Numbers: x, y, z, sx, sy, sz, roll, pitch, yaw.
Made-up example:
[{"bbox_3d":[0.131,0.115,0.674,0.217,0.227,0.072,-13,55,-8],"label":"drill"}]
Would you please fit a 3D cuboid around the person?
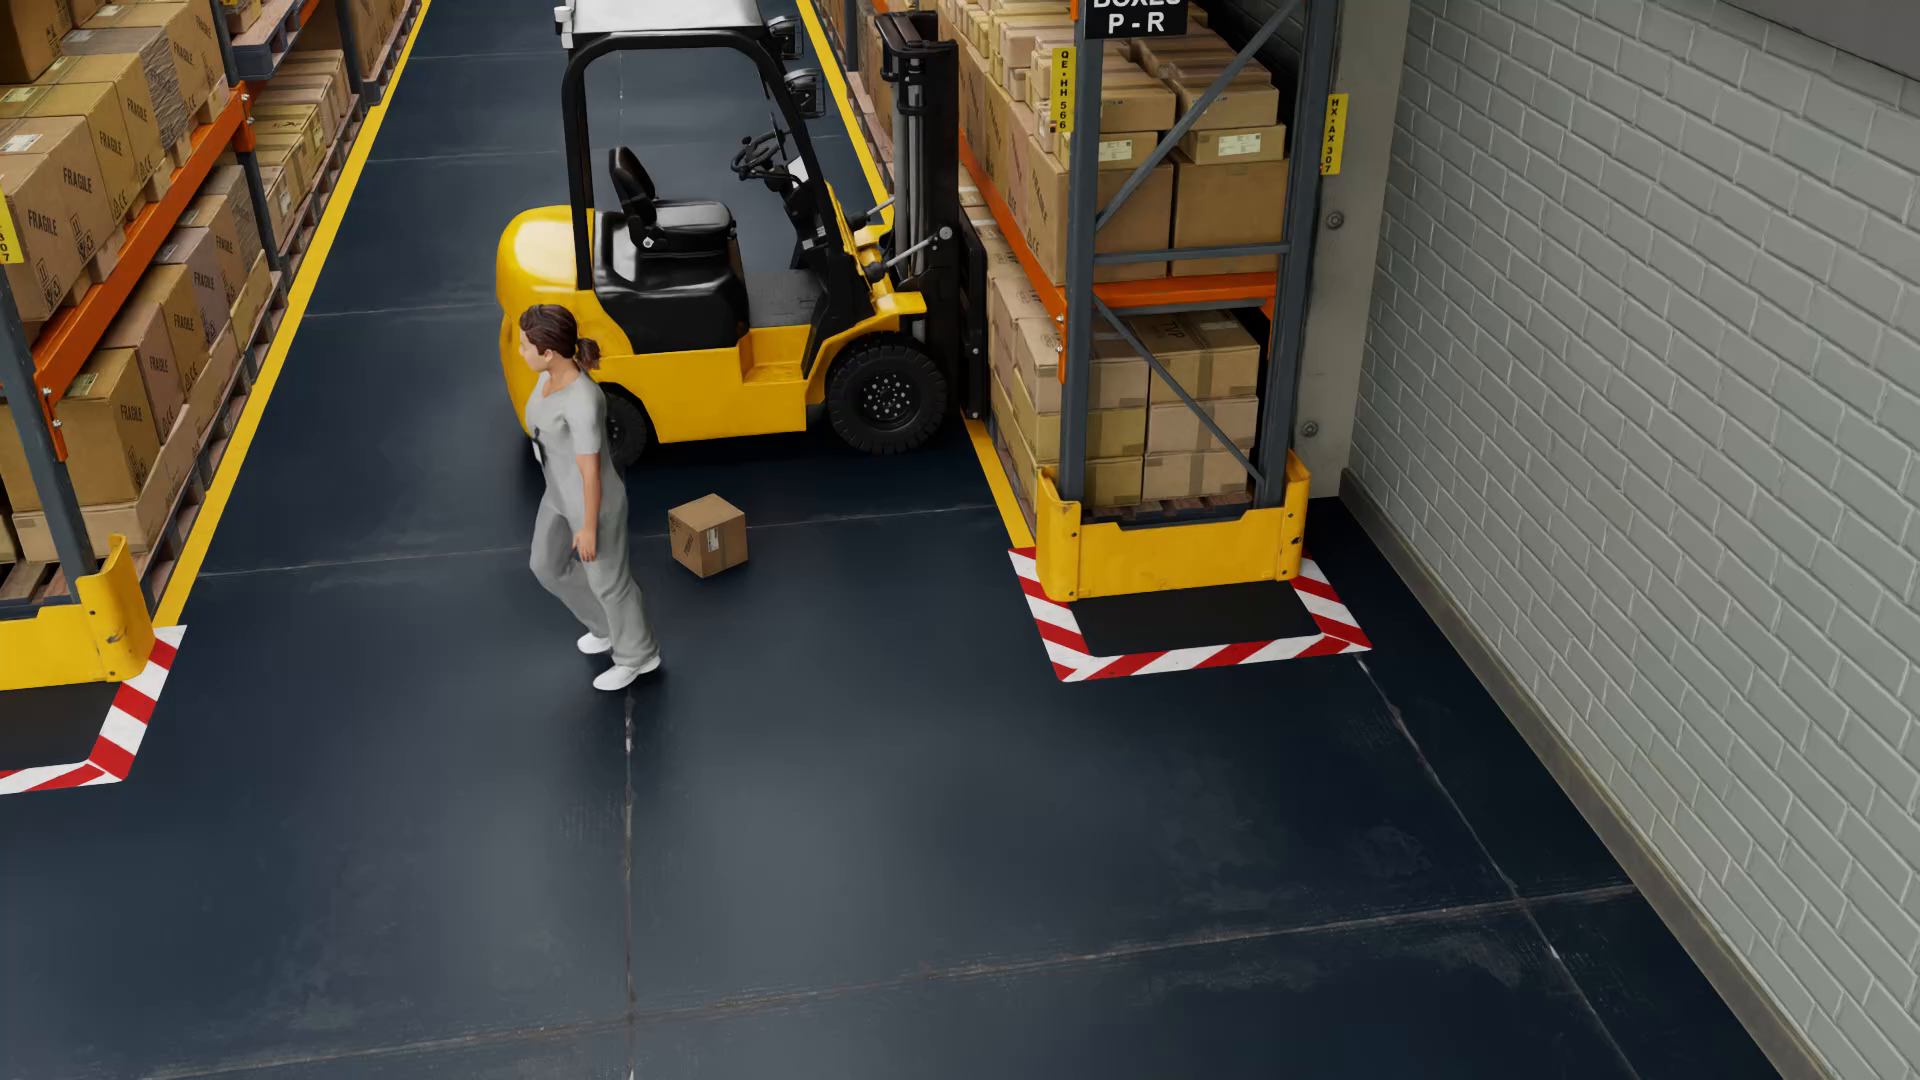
[{"bbox_3d":[-1.429,-0.156,6.354,0.426,1.665,0.520,-19,36,-28],"label":"person"}]
